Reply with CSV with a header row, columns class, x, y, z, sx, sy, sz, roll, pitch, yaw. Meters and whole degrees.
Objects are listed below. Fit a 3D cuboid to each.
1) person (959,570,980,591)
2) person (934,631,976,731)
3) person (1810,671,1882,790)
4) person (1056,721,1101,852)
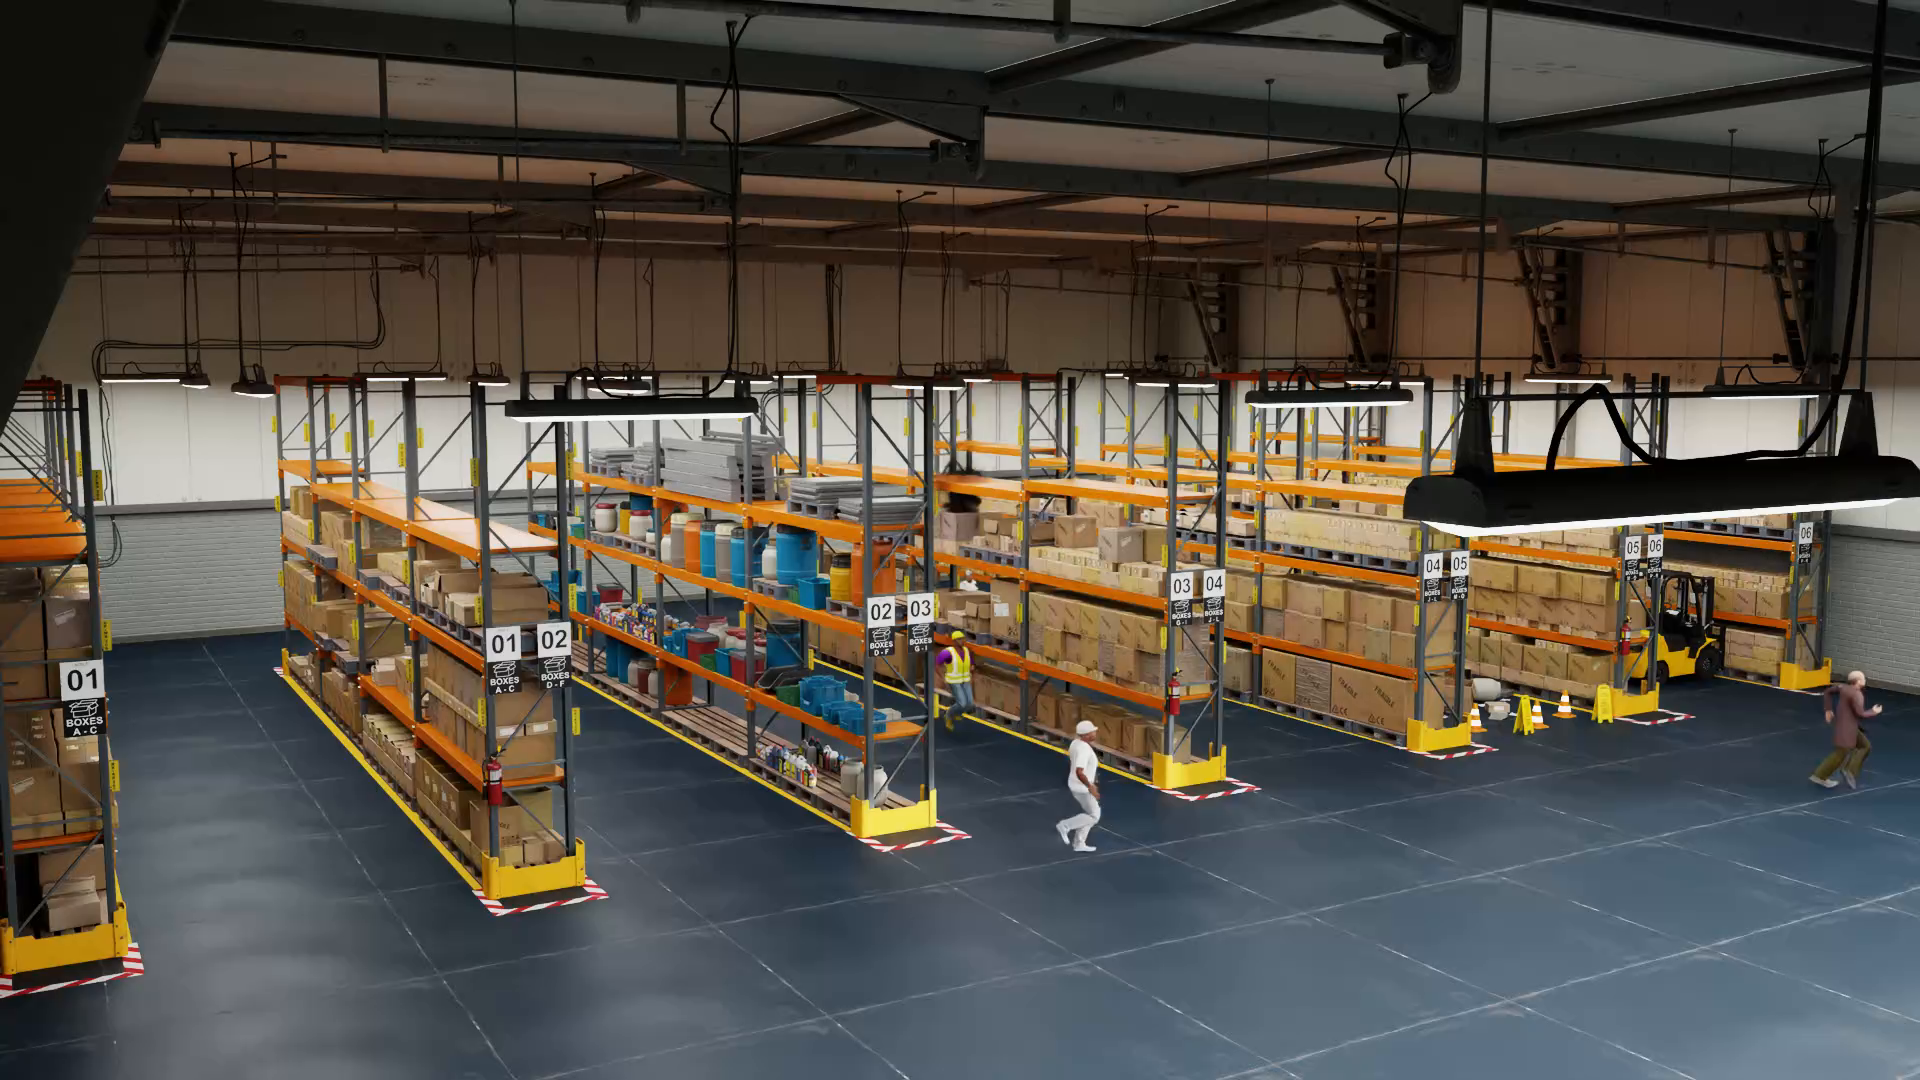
class,x,y,z,sx,sy,sz,roll,pitch,yaw
person,0.239,1.468,36.689,0.613,1.621,1.037,-3,7,-25
person,-0.005,2.352,27.651,0.690,1.691,0.597,-5,8,-37
person,12.992,2.789,24.379,0.892,1.781,0.751,1,6,11
person,1.516,3.162,21.298,0.620,1.712,0.688,-1,6,-6
